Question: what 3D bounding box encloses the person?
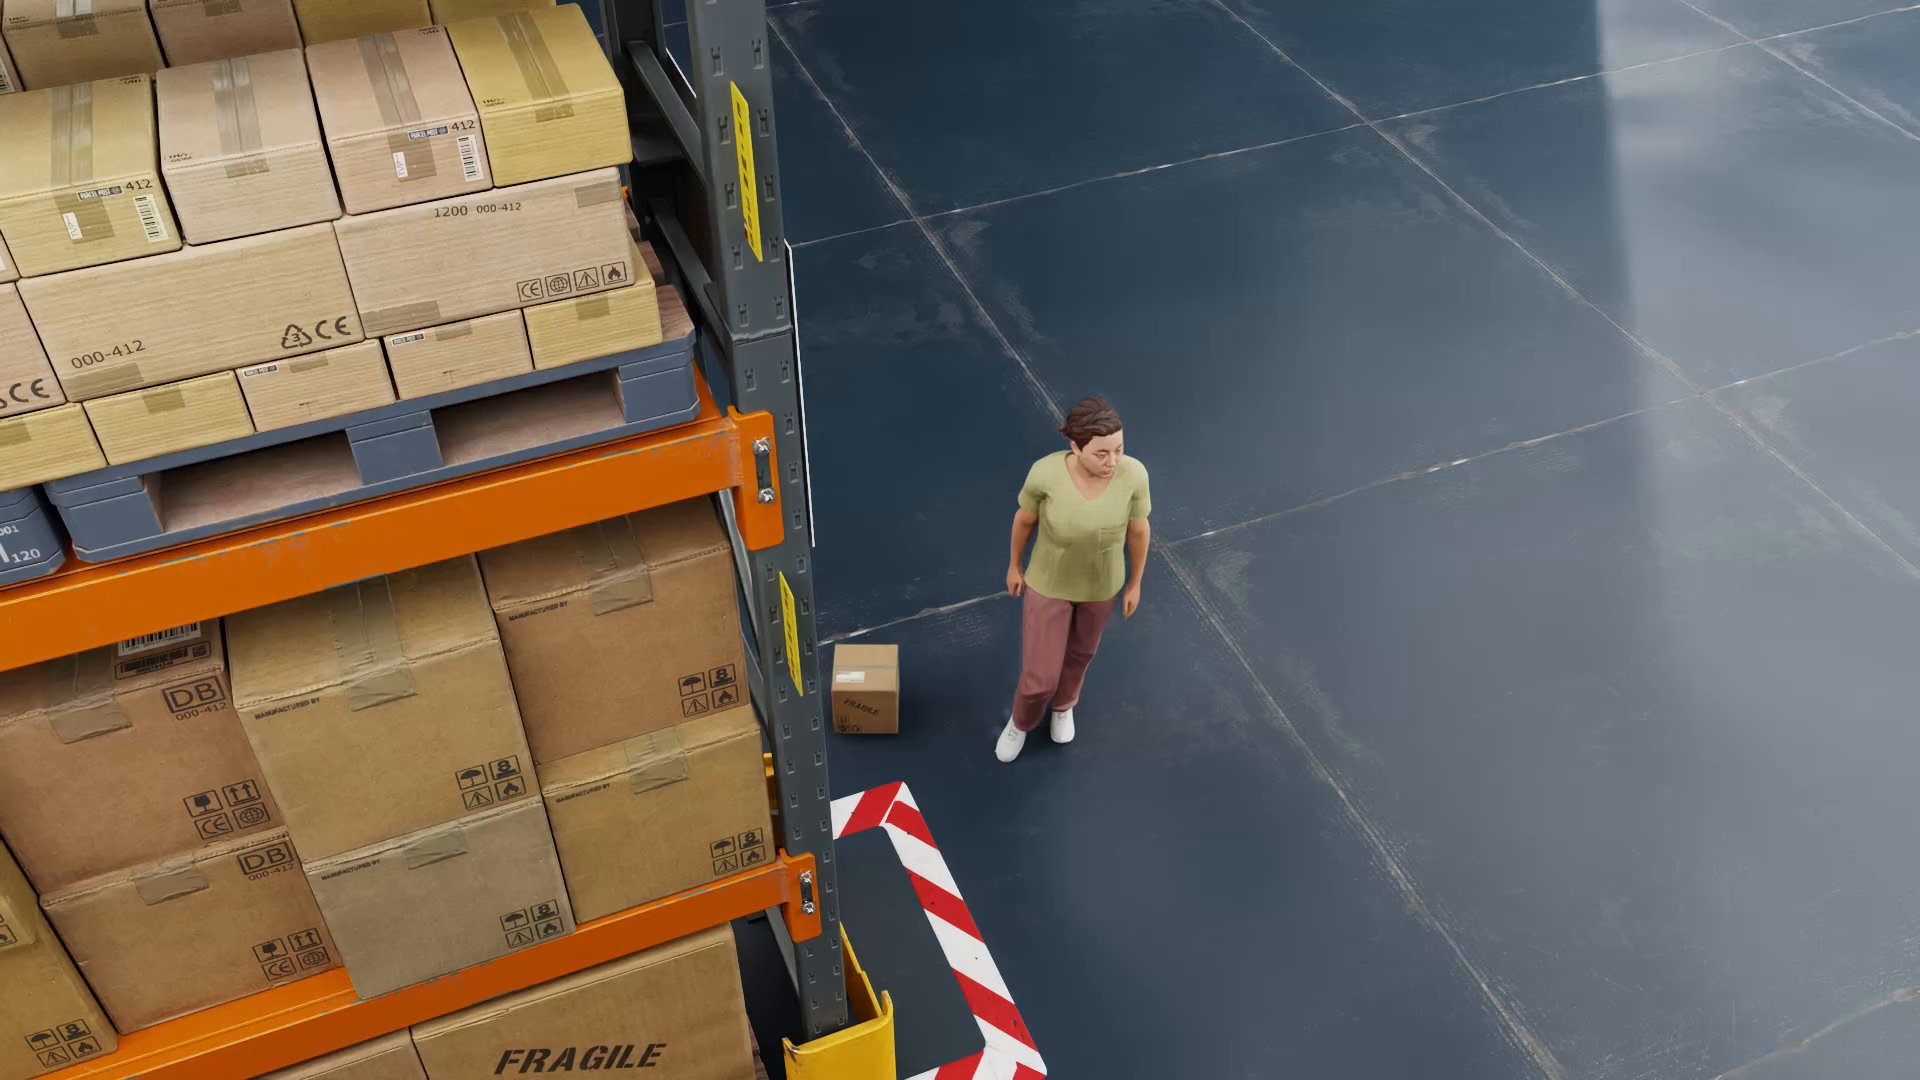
[{"bbox_3d":[0.395,0.150,5.960,0.539,1.663,0.497,-5,42,-5],"label":"person"}]
